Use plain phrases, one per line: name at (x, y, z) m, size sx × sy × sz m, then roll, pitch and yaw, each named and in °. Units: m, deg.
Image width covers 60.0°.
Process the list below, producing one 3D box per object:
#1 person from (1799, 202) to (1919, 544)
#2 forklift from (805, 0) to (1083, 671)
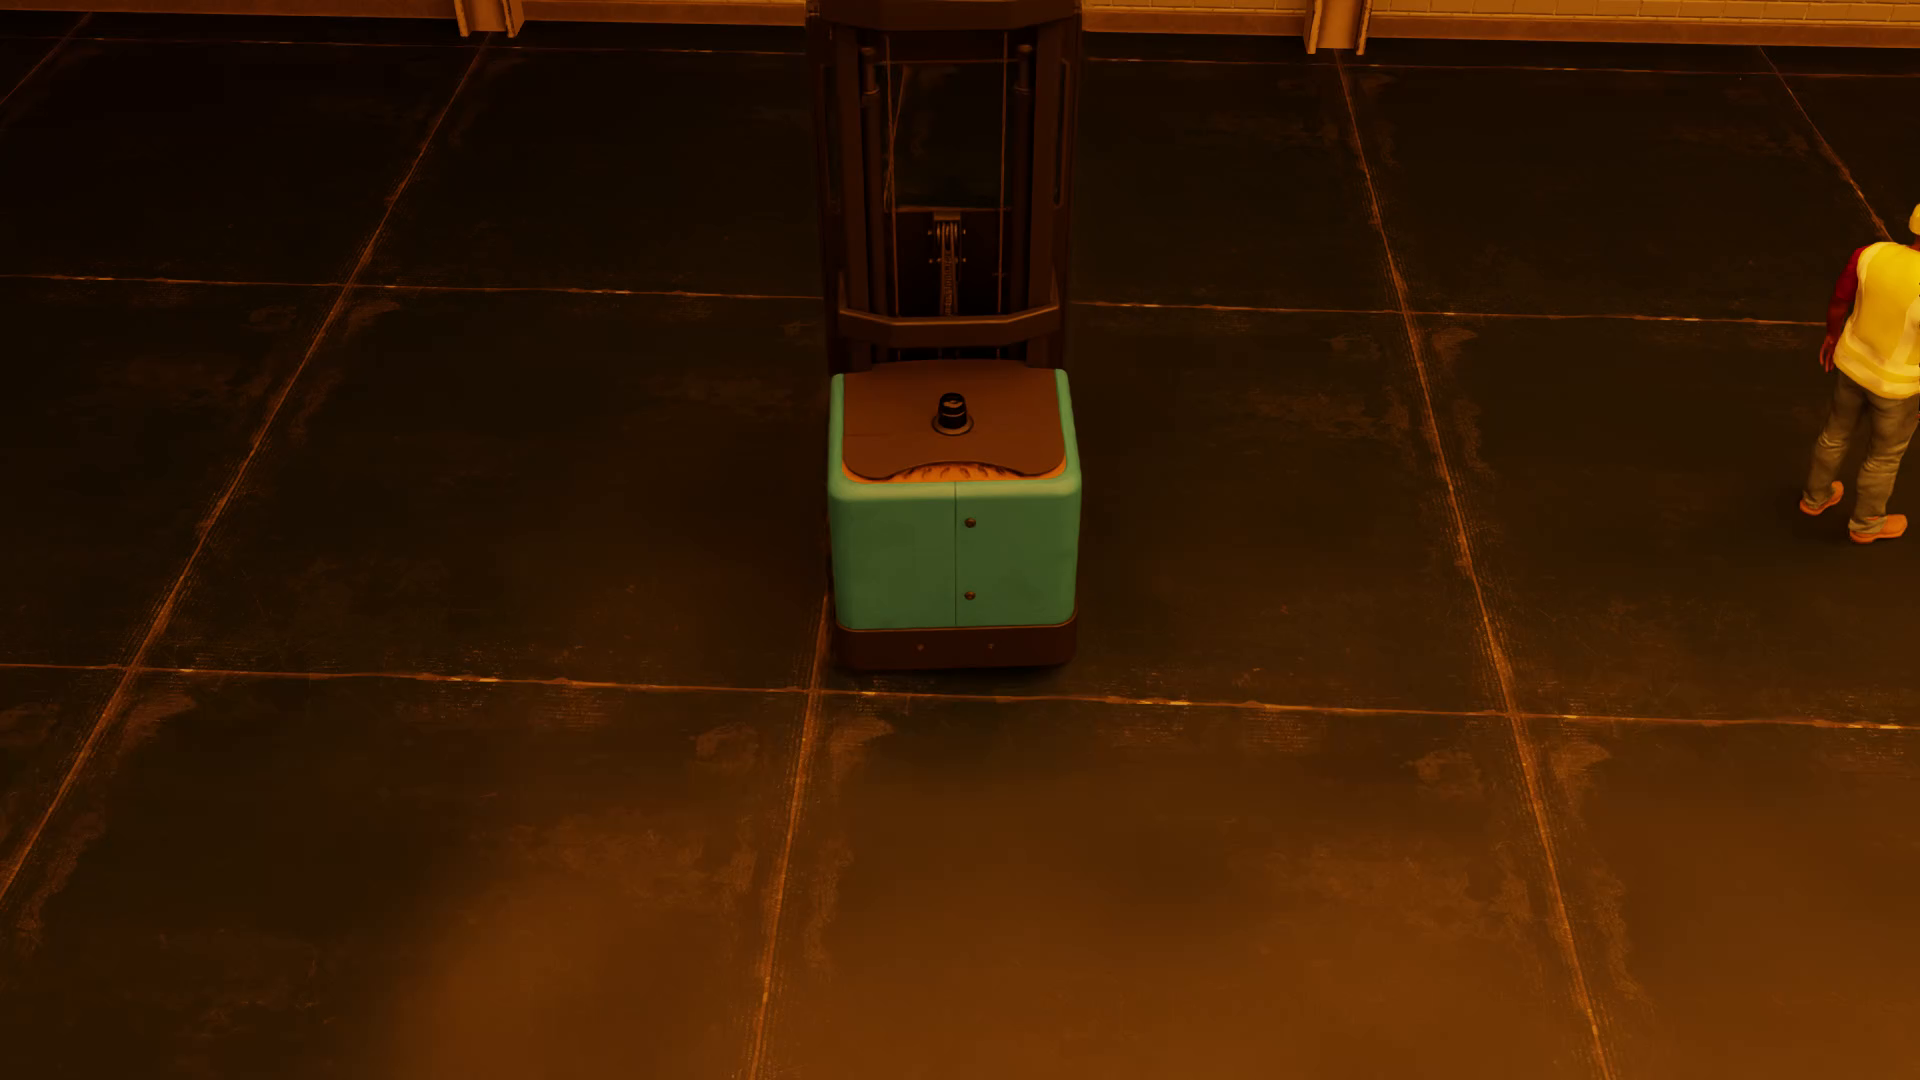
person at (4.189, -0.781, 7.460) m, size 0.536 × 1.773 × 0.663 m, roll -19°, pitch 46°, yaw -20°
forklift at (-0.074, -1.495, 7.380) m, size 1.130 × 2.935 × 3.031 m, roll -1°, pitch 42°, yaw -2°
